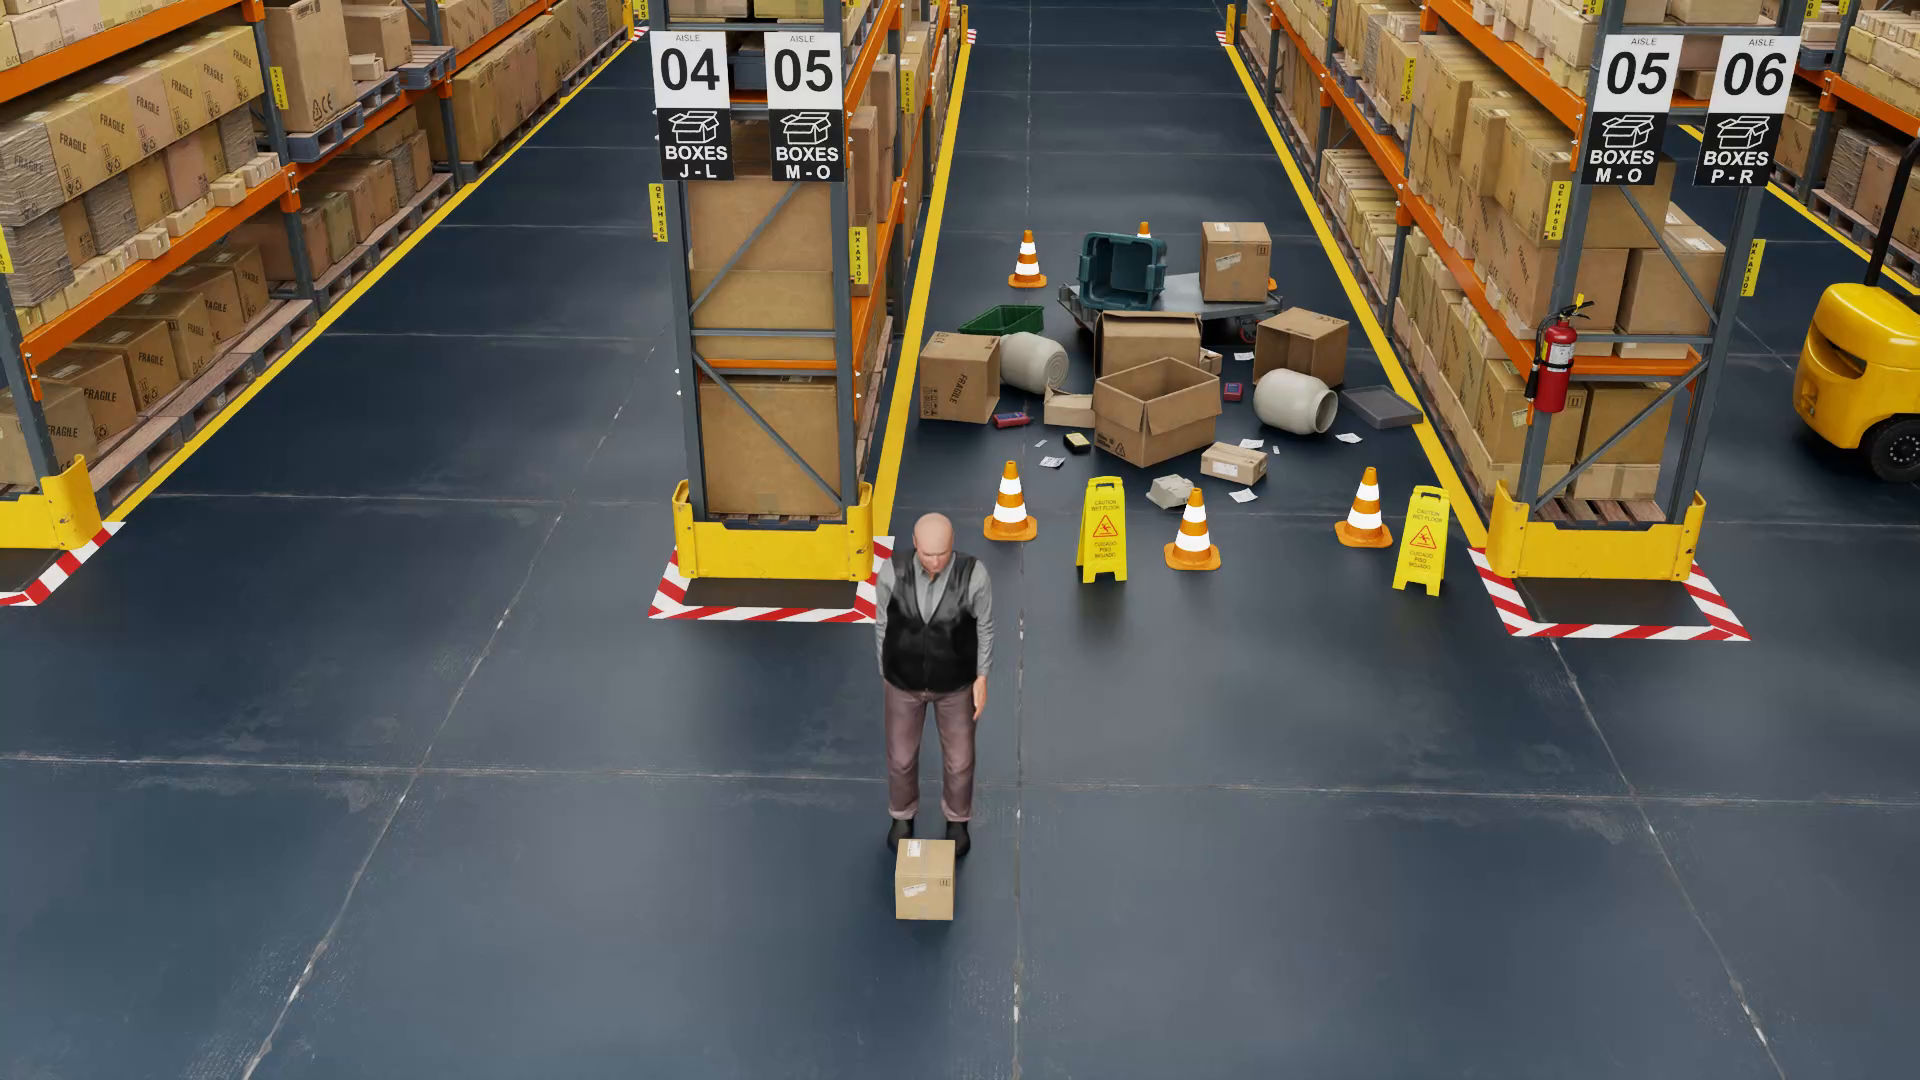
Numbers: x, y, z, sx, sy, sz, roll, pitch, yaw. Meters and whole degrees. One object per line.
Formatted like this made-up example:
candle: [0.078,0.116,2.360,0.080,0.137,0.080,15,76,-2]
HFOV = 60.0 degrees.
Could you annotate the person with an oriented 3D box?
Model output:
person: [-0.110,0.636,7.463,0.538,1.710,0.358,2,28,3]
